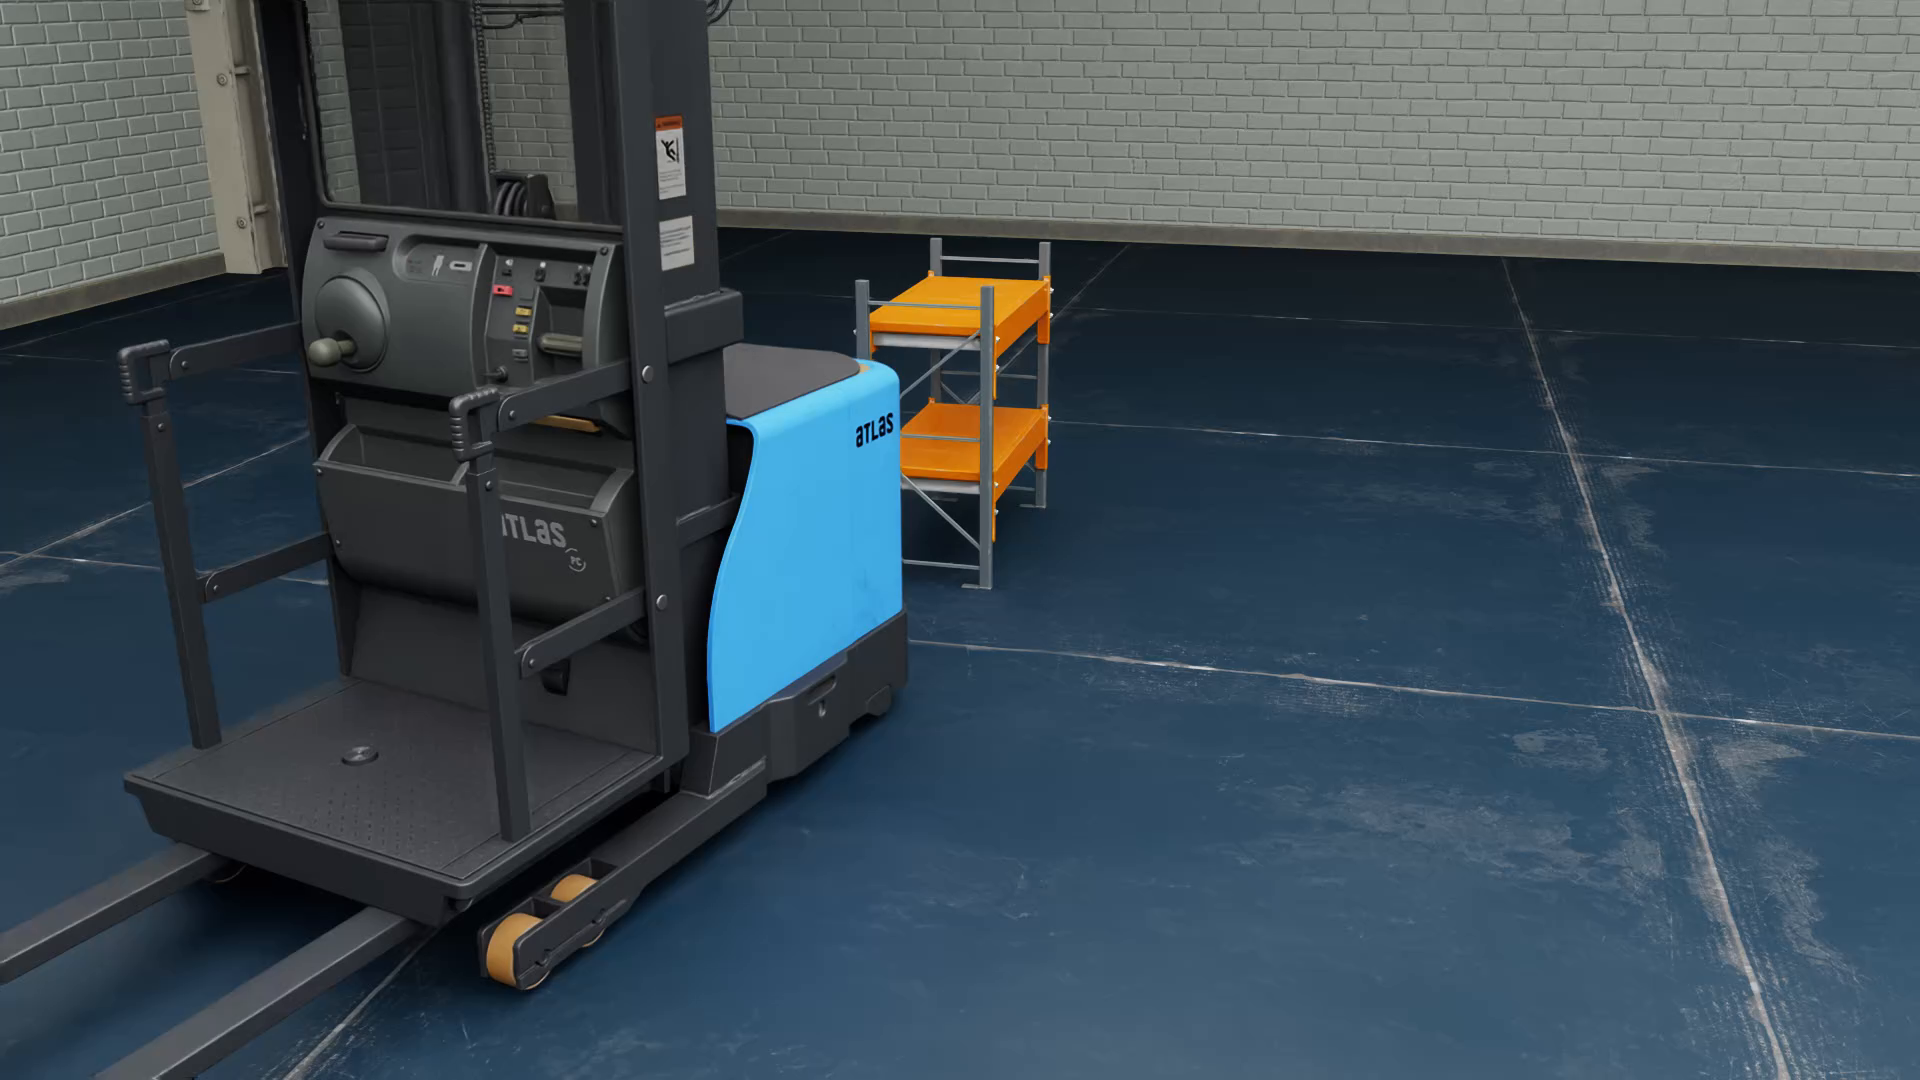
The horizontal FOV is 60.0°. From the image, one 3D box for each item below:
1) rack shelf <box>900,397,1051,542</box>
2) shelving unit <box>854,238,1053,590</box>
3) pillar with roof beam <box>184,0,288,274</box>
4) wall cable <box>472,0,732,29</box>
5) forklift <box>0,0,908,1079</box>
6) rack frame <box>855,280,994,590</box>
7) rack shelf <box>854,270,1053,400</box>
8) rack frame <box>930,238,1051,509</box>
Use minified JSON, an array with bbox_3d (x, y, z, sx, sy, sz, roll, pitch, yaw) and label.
[{"bbox_3d":[-0.002,-0.299,6.579,0.538,0.278,1.000,5,19,13],"label":"rack shelf"},{"bbox_3d":[-0.002,-0.530,6.500,0.538,1.125,1.048,5,19,13],"label":"shelving unit"},{"bbox_3d":[-1.234,-6.002,10.339,9.100,9.000,0.400,5,19,13],"label":"pillar with roof beam"},{"bbox_3d":[-3.407,-5.692,14.234,3.097,2.526,0.112,5,19,13],"label":"wall cable"},{"bbox_3d":[-1.292,-0.543,3.742,1.130,2.935,3.031,10,21,26],"label":"forklift"},{"bbox_3d":[-0.126,-0.371,6.033,0.500,1.125,0.032,5,19,13],"label":"rack frame"},{"bbox_3d":[-0.002,-0.807,6.405,0.538,0.278,1.000,5,19,13],"label":"rack shelf"},{"bbox_3d":[0.123,-0.690,6.966,0.500,1.125,0.032,5,19,13],"label":"rack frame"}]
